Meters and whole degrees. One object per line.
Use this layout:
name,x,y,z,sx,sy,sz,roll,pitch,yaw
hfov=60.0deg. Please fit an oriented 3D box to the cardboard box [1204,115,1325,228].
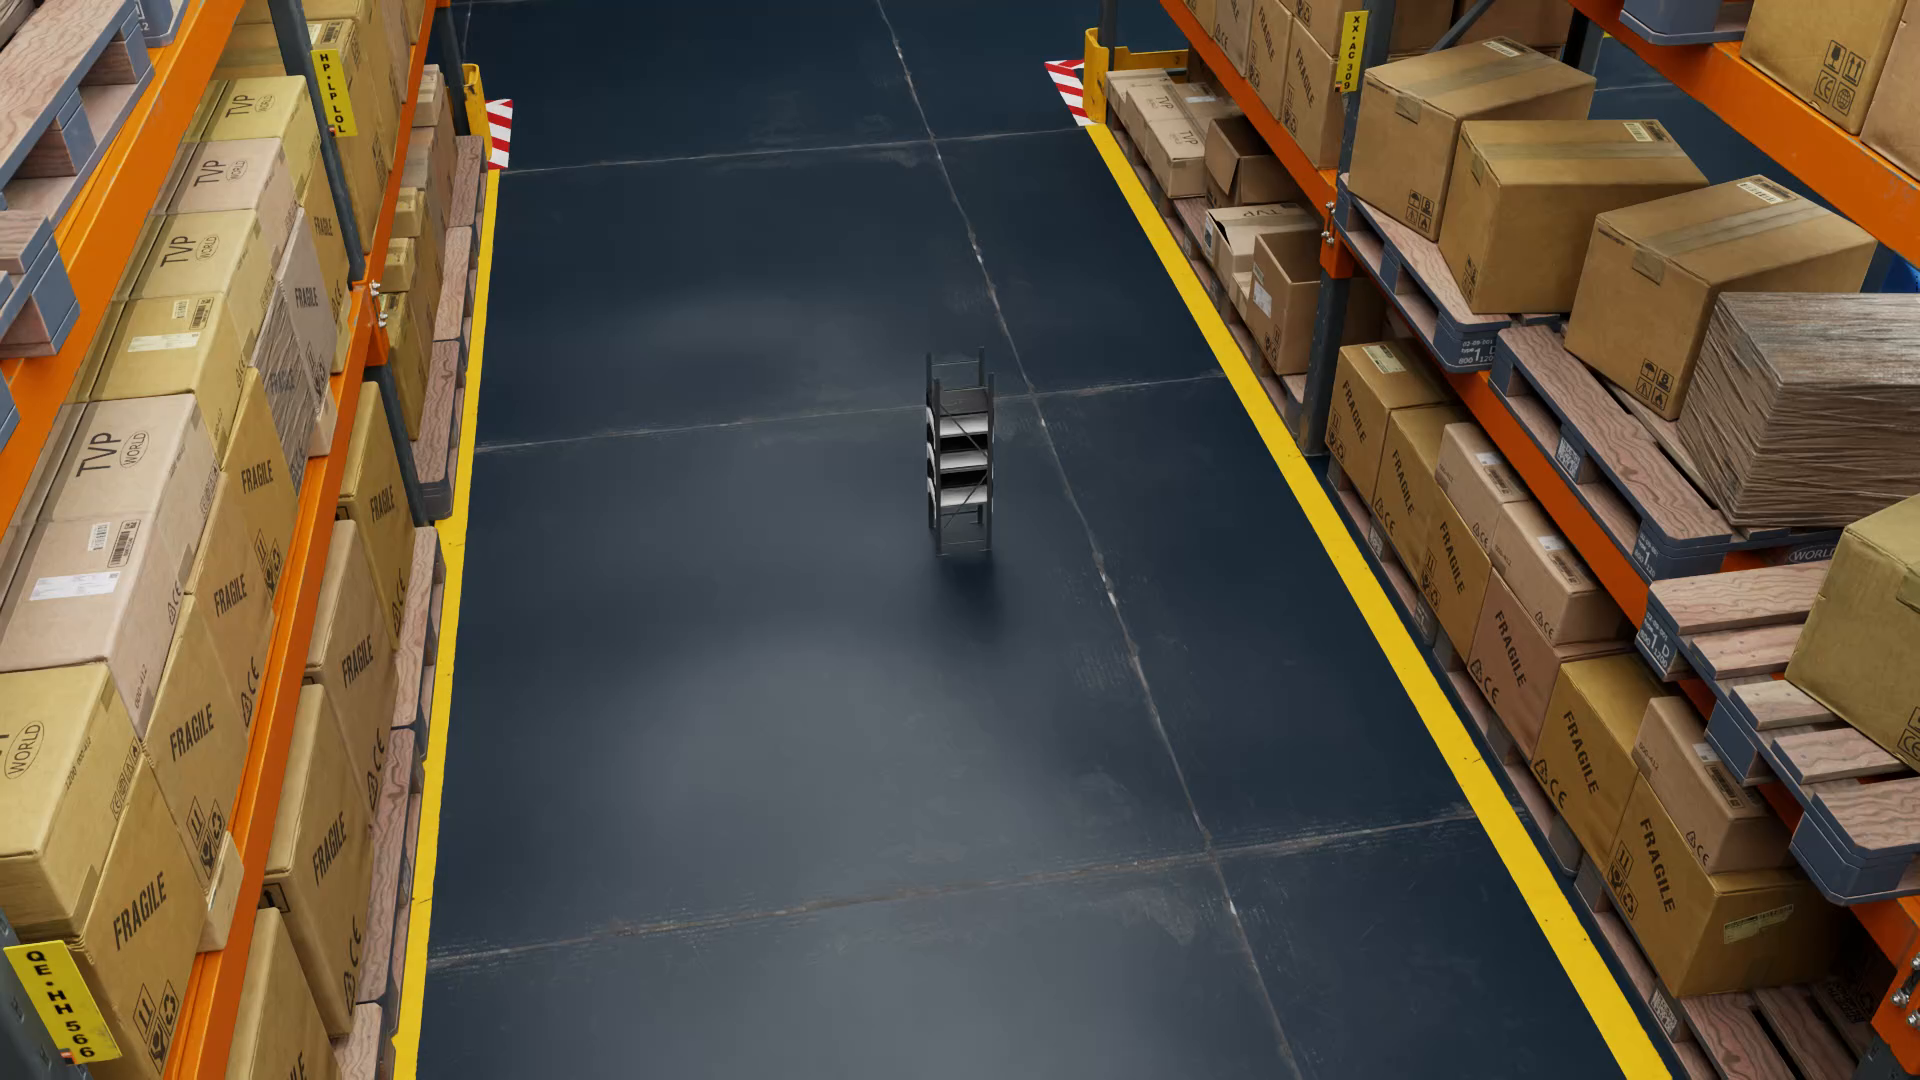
cardboard box,1.751,-1.976,9.025,0.797,0.503,0.637,-6,38,-8

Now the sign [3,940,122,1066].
sign,-1.557,0.807,2.887,0.100,0.325,0.005,-6,38,-8

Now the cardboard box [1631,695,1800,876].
cardboard box,2.377,0.706,4.964,0.500,0.250,0.500,-5,38,-6

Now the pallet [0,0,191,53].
pallet,-2.582,-1.679,4.678,0.805,0.209,1.217,-8,39,-10

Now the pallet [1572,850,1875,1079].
pallet,2.693,1.408,5.265,1.003,0.211,1.213,-6,38,-8

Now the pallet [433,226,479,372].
pallet,-3.065,-1.224,8.653,1.003,0.211,1.213,-6,38,-8

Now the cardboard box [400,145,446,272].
cardboard box,-3.095,-1.695,8.683,0.700,0.500,0.500,-7,38,-9

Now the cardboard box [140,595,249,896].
cardboard box,-2.006,0.494,3.829,0.500,0.500,0.500,-5,38,-6

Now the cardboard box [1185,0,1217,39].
cardboard box,1.469,-2.896,8.452,0.500,0.500,0.500,-6,38,-7

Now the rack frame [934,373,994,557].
rack frame,0.016,-0.299,6.901,0.240,0.900,0.006,-6,38,-8

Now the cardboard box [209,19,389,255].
cardboard box,-2.870,-1.567,6.577,0.980,0.700,0.700,-6,38,-7

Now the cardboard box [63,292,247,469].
cardboard box,-2.198,-0.399,4.368,0.500,0.250,0.500,-7,38,-9

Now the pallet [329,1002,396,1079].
pallet,-2.154,1.914,4.614,1.003,0.211,1.213,-6,38,-8

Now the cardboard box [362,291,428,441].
cardboard box,-2.821,-0.760,7.479,0.700,0.500,0.500,-6,38,-7

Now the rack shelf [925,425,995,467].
rack shelf,-0.001,-0.405,6.945,0.258,0.077,0.200,-6,38,-8

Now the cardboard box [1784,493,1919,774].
cardboard box,2.565,0.189,4.138,0.700,0.500,0.500,-19,42,-23

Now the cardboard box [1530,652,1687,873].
cardboard box,2.301,0.723,5.553,0.500,0.500,0.500,-8,38,-10

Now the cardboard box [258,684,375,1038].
cardboard box,-2.237,0.992,4.938,0.750,0.750,0.750,-6,38,-8

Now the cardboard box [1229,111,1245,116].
cardboard box,1.859,-2.279,9.621,0.500,0.250,0.500,-6,38,-8

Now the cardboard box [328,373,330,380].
cardboard box,-2.385,-0.543,5.692,0.380,0.149,0.250,-5,38,-7

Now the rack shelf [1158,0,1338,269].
rack shelf,1.734,-2.578,8.709,1.077,0.370,4.000,-6,38,-8

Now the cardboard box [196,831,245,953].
cardboard box,-1.919,0.842,3.910,0.380,0.149,0.250,-5,38,-7

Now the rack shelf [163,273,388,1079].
rack shelf,-2.441,0.373,4.911,1.077,0.370,4.000,-6,38,-8

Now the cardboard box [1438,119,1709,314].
cardboard box,2.131,-1.140,5.849,0.700,0.500,0.500,-1,38,-1

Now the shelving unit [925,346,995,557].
shelving unit,-0.001,-0.360,6.980,0.258,0.900,0.210,-6,38,-8

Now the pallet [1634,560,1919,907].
pallet,2.598,0.436,4.400,1.213,0.211,1.003,-6,38,-8

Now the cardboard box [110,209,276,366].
cardboard box,-2.288,-0.707,4.764,0.500,0.250,0.500,-6,38,-7

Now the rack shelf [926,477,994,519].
rack shelf,-0.001,-0.192,7.111,0.258,0.077,0.200,-6,38,-8

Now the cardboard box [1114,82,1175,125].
cardboard box,1.163,-2.684,10.210,0.380,0.166,0.250,-6,38,-8

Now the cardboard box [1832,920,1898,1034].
cardboard box,2.988,1.270,4.849,0.500,0.500,0.500,-5,38,-6

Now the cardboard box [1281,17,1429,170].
cardboard box,1.745,-1.968,7.256,0.500,0.500,0.500,-6,38,-7

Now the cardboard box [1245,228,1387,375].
cardboard box,1.706,-1.154,7.969,0.500,0.500,0.500,-6,38,-8

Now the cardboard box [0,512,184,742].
cardboard box,-2.011,0.210,3.583,0.500,0.250,0.500,-7,38,-9

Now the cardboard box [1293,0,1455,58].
cardboard box,1.741,-2.366,6.954,0.500,0.500,0.500,-6,38,-8

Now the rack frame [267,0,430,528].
rack frame,-2.791,-1.119,6.245,1.000,3.000,0.127,-6,38,-8

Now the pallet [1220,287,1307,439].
pallet,1.966,-0.967,8.323,1.003,0.211,1.213,-6,38,-8

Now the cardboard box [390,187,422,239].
cardboard box,-2.794,-1.558,7.977,0.380,0.149,0.250,-7,38,-9

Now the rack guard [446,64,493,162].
rack guard,-3.497,-2.562,10.140,1.175,0.500,0.348,-6,38,-8

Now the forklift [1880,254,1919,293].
forklift,5.447,-1.168,6.364,3.031,2.935,1.130,8,39,10

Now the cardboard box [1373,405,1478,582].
cardboard box,2.034,-0.201,6.743,0.500,0.500,0.500,-6,38,-7

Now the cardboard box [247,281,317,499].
cardboard box,-2.283,-0.420,5.006,0.500,0.500,0.500,-6,38,-8

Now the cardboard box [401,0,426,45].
cardboard box,-3.255,-2.908,8.304,0.980,0.700,0.700,-7,38,-8
